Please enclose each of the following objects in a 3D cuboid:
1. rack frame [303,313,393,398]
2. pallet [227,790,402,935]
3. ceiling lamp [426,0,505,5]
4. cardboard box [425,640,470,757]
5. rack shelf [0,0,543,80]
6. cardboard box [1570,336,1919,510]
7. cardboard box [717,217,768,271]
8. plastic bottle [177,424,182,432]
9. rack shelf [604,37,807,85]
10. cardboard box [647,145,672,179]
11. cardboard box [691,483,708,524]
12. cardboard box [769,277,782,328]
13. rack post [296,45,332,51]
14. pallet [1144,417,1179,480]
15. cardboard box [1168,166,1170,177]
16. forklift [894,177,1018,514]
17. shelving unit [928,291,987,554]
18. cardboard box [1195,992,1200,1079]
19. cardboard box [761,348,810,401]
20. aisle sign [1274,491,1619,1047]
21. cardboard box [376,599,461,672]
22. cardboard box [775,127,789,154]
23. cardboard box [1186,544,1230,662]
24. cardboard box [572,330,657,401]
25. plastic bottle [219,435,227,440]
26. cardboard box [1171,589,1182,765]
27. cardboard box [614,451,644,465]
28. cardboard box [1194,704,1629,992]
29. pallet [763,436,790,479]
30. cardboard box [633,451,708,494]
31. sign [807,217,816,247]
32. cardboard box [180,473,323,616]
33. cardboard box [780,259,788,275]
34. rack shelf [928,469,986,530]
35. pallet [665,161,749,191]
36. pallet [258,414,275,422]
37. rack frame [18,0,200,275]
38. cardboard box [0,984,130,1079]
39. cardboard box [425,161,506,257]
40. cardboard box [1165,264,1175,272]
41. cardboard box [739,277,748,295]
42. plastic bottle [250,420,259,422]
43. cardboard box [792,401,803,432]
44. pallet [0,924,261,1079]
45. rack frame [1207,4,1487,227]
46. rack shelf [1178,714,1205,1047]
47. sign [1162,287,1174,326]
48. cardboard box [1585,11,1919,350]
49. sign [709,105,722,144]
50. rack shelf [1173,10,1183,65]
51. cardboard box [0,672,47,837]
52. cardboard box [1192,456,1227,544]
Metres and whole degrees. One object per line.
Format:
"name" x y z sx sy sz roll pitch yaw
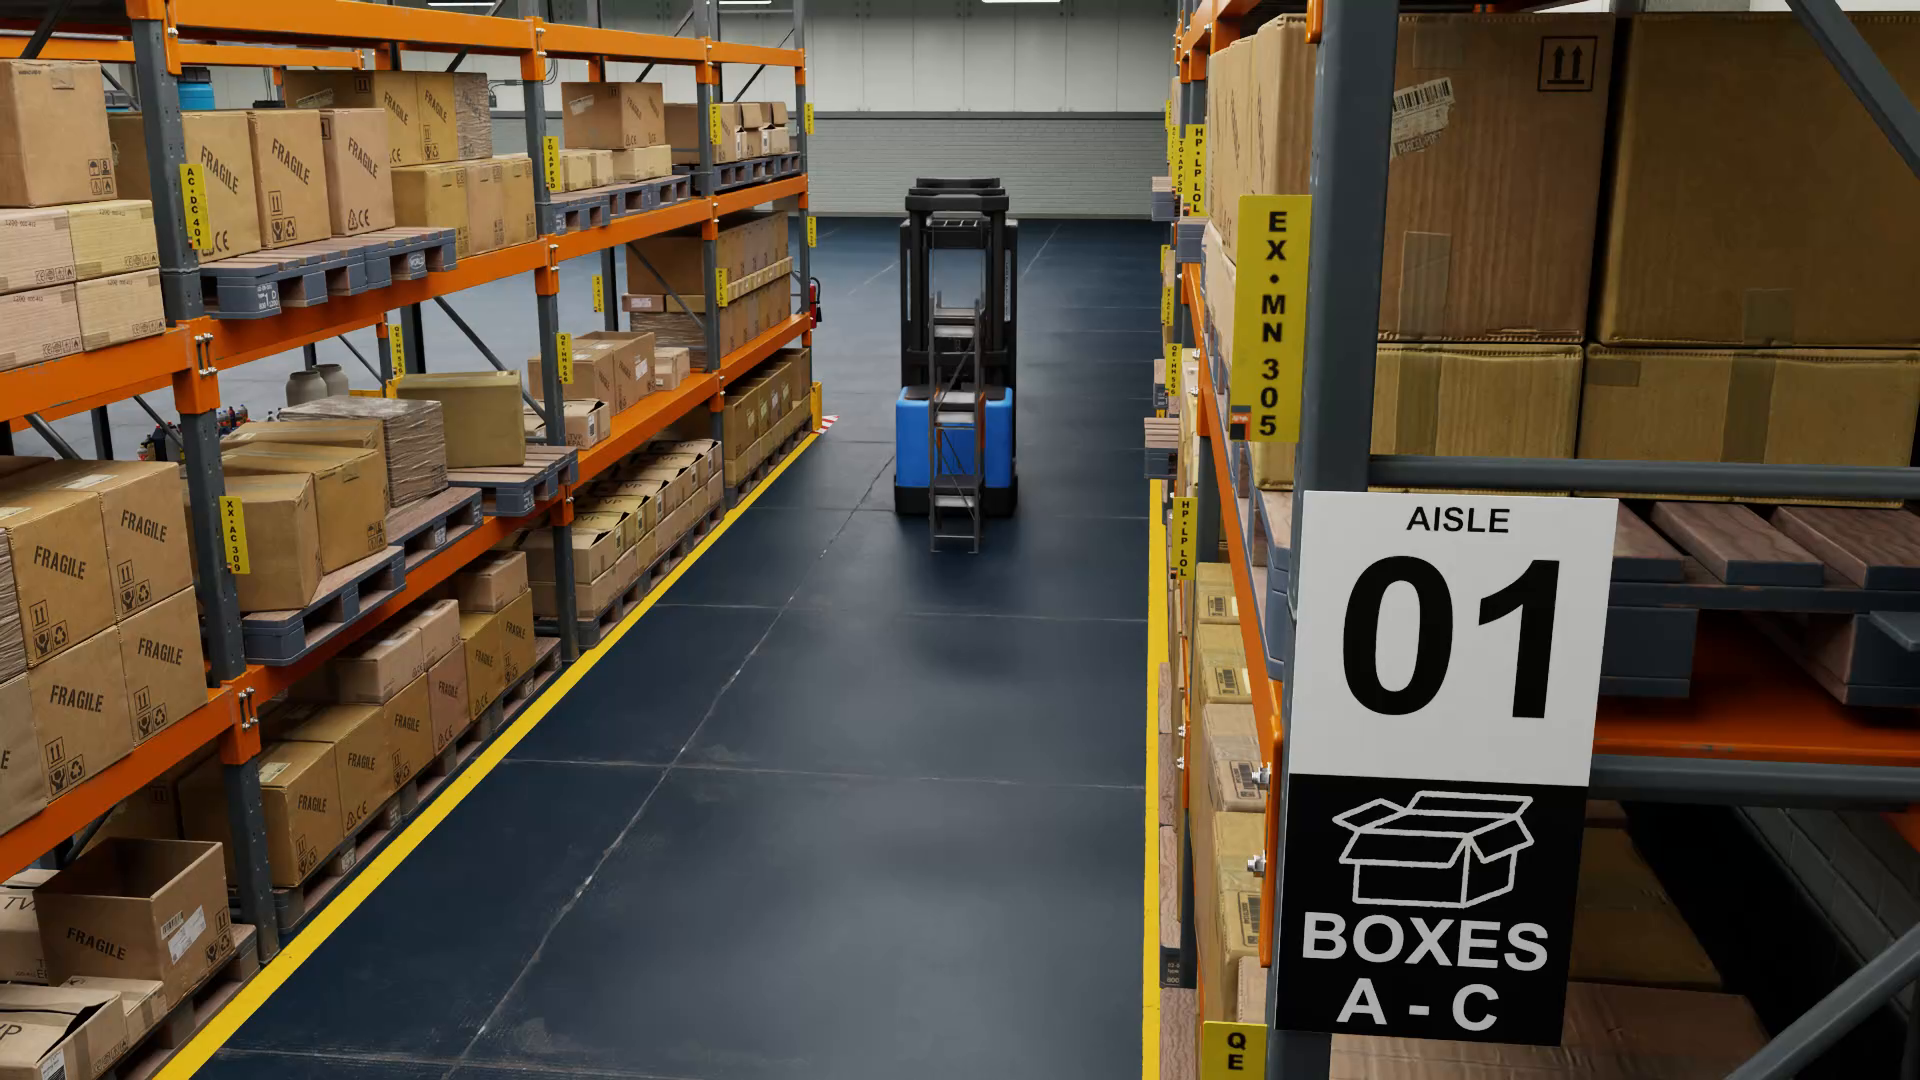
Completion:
"rack frame" -7.089 -2.874 19.045 1.000 3.000 0.127 2 15 6
"pallet" -3.467 1.519 8.140 1.003 0.211 1.213 2 15 6
"ceiling lamp" -12.752 -15.438 42.832 2.000 3.185 0.800 2 15 6
"cardboard box" -3.054 0.862 9.174 0.500 0.500 0.500 1 15 4
"rack shelf" -3.296 -2.489 8.273 1.077 0.370 4.000 2 15 6
"cardboard box" 1.276 -0.241 2.853 0.500 0.250 0.500 2 15 9
"cardboard box" -2.349 -3.000 16.833 0.700 0.500 0.500 2 15 6
"plastic bottle" -7.755 -1.007 16.499 0.061 0.283 0.133 3 15 10
"rack shelf" -2.393 -4.564 15.946 1.077 0.370 4.000 2 15 6
"cardboard box" -2.698 -3.109 13.648 0.500 0.250 0.500 3 15 12
"cardboard box" -2.436 -0.318 14.055 0.500 0.250 0.500 1 15 5
"cardboard box" -2.287 -2.518 17.538 0.700 0.500 0.500 2 15 8
"rack post" -7.300 -5.336 17.616 0.937 0.300 0.954 3 15 12
"pallet" 1.827 -0.603 11.012 1.213 0.211 1.003 2 15 6
"cardboard box" 2.373 -3.871 16.754 0.500 0.500 0.500 3 15 10
"forklift" -0.001 -1.972 15.838 1.130 2.935 3.031 1 15 2
"shelving unit" -0.019 -0.971 13.729 0.431 2.100 0.503 2 15 6
"cardboard box" 1.215 1.725 6.021 0.700 0.500 0.500 2 15 7
"cardboard box" -1.932 -1.817 18.161 0.500 0.500 0.500 2 15 6
"aisle sign" 0.643 0.322 2.243 0.394 0.787 0.004 2 15 6
"cardboard box" -3.056 0.510 9.040 0.500 0.250 0.500 1 15 5
"cardboard box" -2.035 -4.067 16.923 0.500 0.250 0.500 2 15 6
"cardboard box" 1.203 0.201 6.871 0.500 0.500 0.500 1 15 5
"cardboard box" -2.781 -1.403 13.412 0.500 0.500 0.500 3 15 10
"plastic bottle" -7.059 -0.889 16.077 0.152 0.276 0.135 2 15 8
"cardboard box" 1.534 0.741 8.987 0.750 0.750 0.750 2 15 6
"cardboard box" -2.975 -0.606 14.047 0.500 0.311 0.500 2 15 6
"cardboard box" 1.163 0.904 4.499 0.980 0.700 0.700 1 15 4
"pallet" -2.352 -0.866 16.961 1.003 0.211 1.213 2 15 6
"cardboard box" -2.432 -0.587 13.976 0.500 0.311 0.500 2 15 8
"sign" -1.630 -3.381 18.247 0.100 0.325 0.005 2 15 6
"cardboard box" -3.246 0.018 7.354 0.700 0.500 0.500 -3 16 -13
"cardboard box" -2.049 -2.916 17.765 0.380 0.149 0.250 2 15 8
"rack shelf" -0.019 -0.282 13.915 0.431 0.518 0.480 2 15 6
"pallet" -2.548 -3.317 15.106 1.003 0.211 1.213 2 15 6
"pallet" -7.148 -1.296 18.552 1.003 0.211 1.213 2 15 6
"rack frame" -3.522 -2.511 6.208 1.000 3.000 0.127 2 15 6
"cardboard box" -3.389 1.821 5.988 0.500 0.311 0.500 2 15 6
"cardboard box" -3.143 -1.902 9.512 0.910 0.500 0.500 2 15 6
"cardboard box" 2.226 -2.371 15.995 0.500 0.500 0.500 2 15 8
"cardboard box" -2.255 -2.450 16.040 0.380 0.149 0.250 1 15 5
"plastic bottle" -7.117 -1.088 16.816 0.152 0.276 0.135 2 15 6
"cardboard box" -1.979 -1.325 17.778 0.500 0.250 0.500 2 15 6
"pallet" -3.600 1.909 6.697 1.003 0.211 1.213 2 15 6
"rack frame" 1.401 -2.366 5.672 1.000 3.000 0.127 2 15 6
"rack shelf" 1.175 1.396 4.631 1.077 0.370 4.000 2 15 6
"sign" 1.764 -1.977 14.068 0.100 0.325 0.005 2 15 6
"cardboard box" 1.272 -0.603 2.755 0.500 0.500 0.500 1 15 4
"sign" -2.079 -3.526 14.115 0.100 0.325 0.005 2 15 6
"rack shelf" 2.529 -4.611 15.358 1.077 0.370 4.000 2 15 6
"cardboard box" -3.435 0.741 5.483 0.500 0.500 0.500 2 15 8
"cardboard box" 1.199 -0.162 6.779 0.500 0.250 0.500 2 15 8
